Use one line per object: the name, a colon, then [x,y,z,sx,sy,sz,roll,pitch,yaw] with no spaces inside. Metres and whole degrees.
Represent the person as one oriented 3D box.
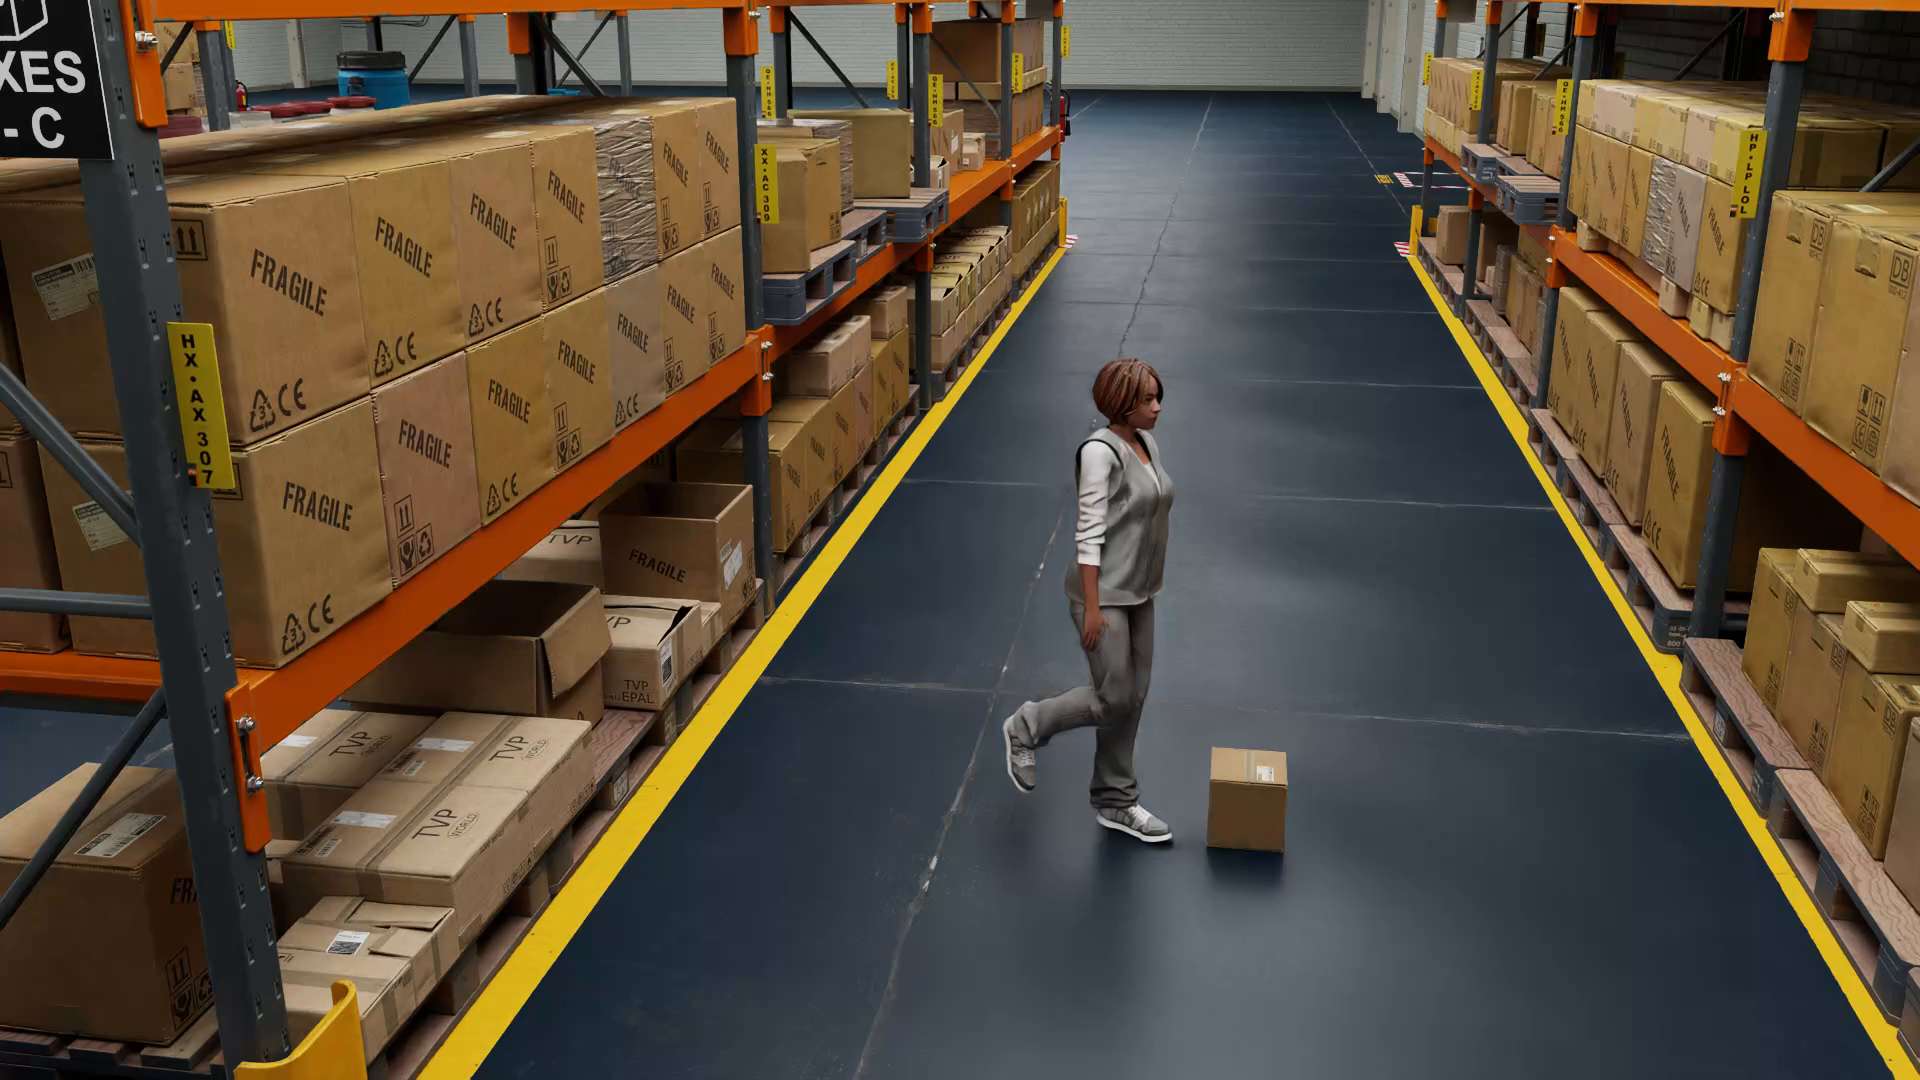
person: [0.462,0.189,5.467,0.610,1.600,0.459,11,21,30]
